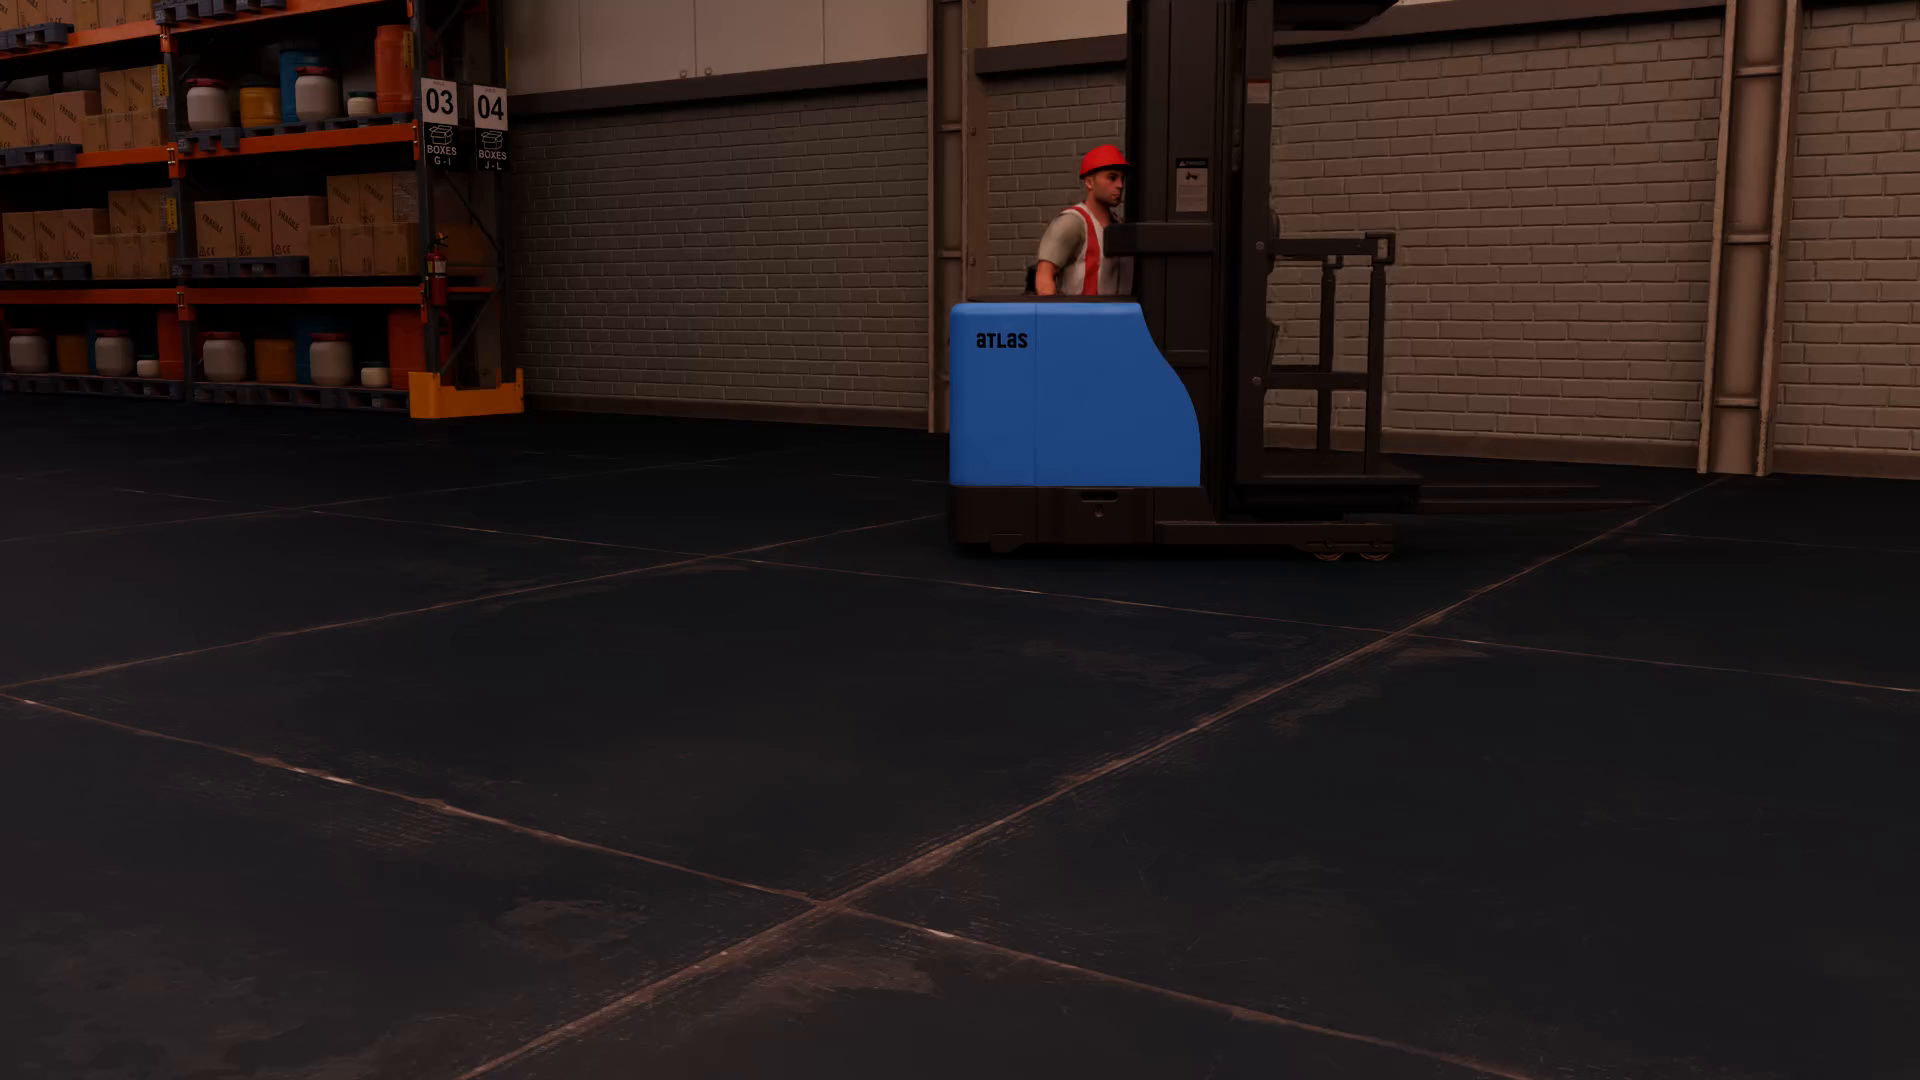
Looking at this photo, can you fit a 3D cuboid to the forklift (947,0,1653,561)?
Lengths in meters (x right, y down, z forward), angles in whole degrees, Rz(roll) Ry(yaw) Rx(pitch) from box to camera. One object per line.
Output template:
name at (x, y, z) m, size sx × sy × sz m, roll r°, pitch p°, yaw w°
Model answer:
forklift at (1.464, -1.438, 7.302) m, size 3.031 × 2.935 × 1.130 m, roll 0°, pitch 8°, yaw 1°

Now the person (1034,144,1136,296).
person at (0.753, -0.926, 7.403) m, size 0.708 × 1.657 × 0.849 m, roll 8°, pitch 11°, yaw 44°
